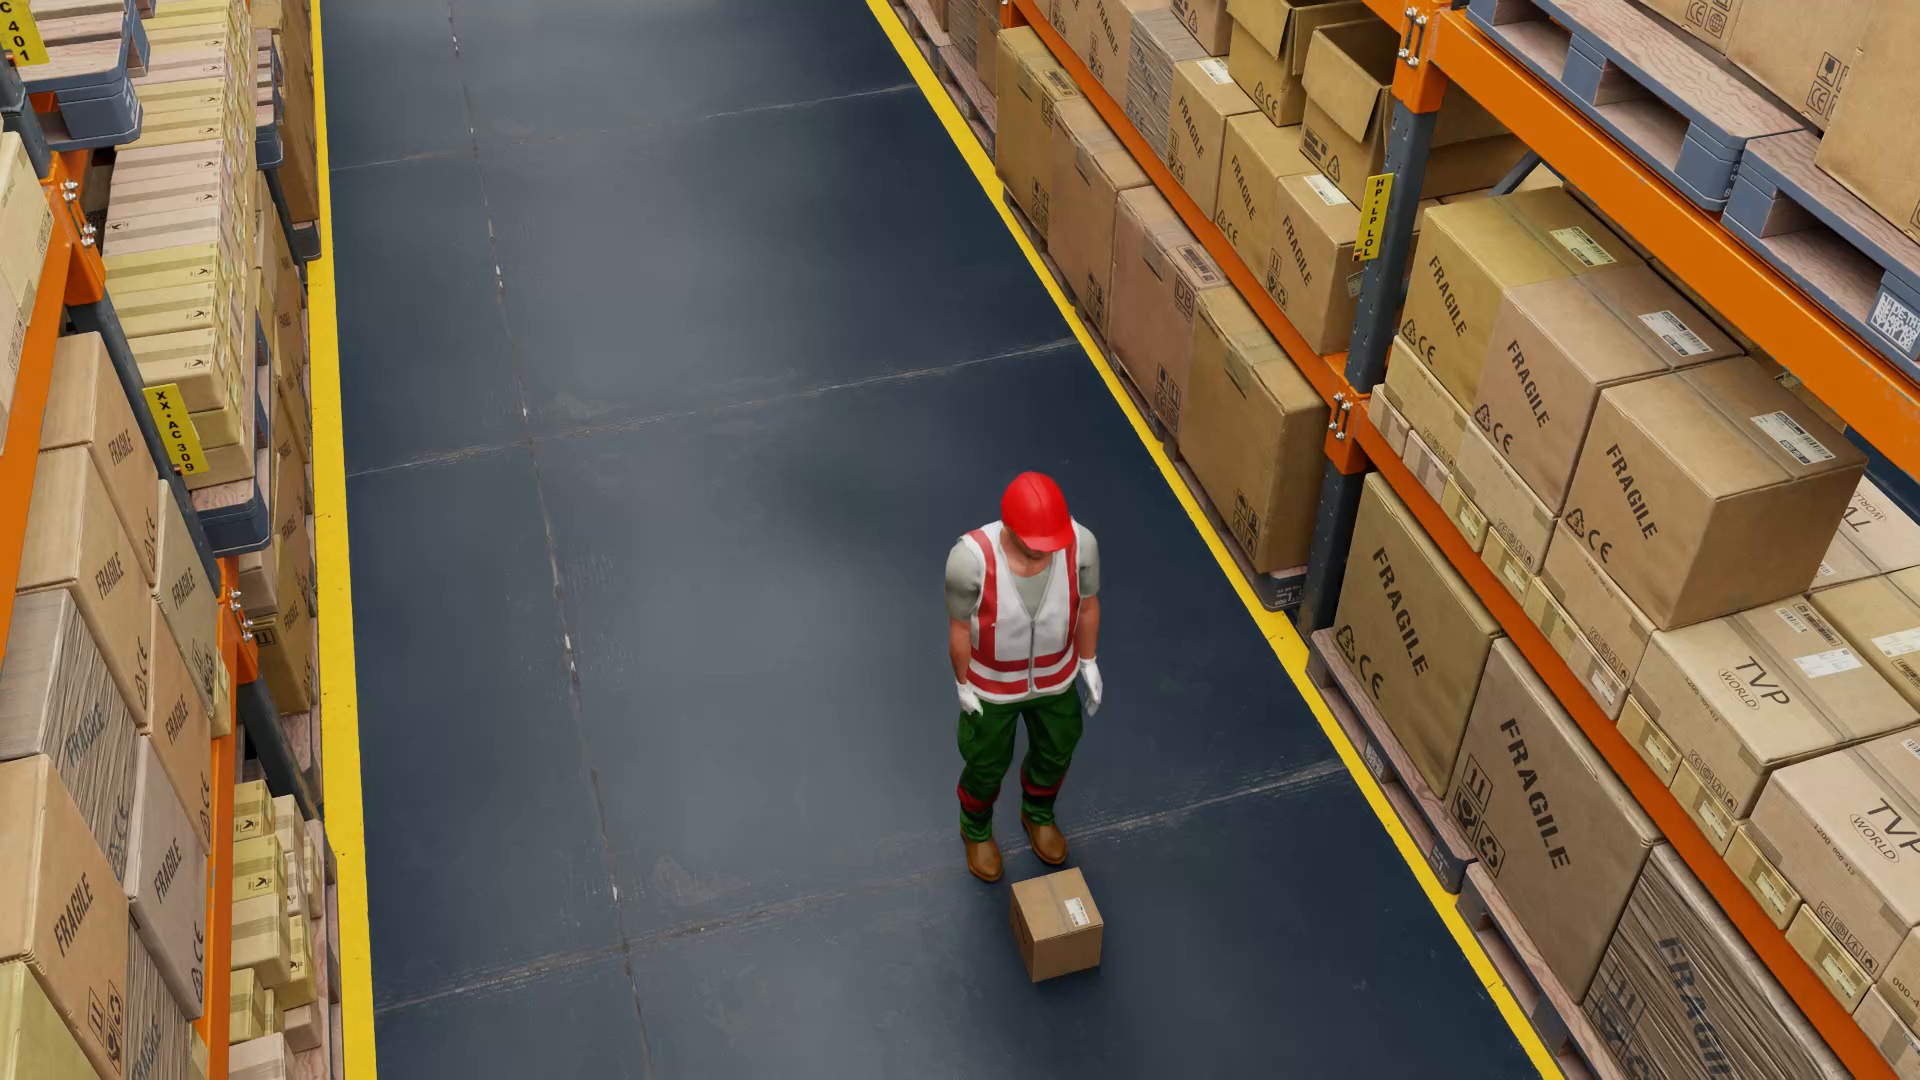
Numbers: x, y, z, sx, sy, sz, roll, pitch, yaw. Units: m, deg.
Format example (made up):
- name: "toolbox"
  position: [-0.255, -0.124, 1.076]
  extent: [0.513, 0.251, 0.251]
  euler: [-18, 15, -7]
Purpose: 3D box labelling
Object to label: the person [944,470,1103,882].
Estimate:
- name: "person"
  position: [0.219, 0.466, 5.633]
  extent: [0.529, 1.777, 0.364]
  euler: [-11, 43, -12]
